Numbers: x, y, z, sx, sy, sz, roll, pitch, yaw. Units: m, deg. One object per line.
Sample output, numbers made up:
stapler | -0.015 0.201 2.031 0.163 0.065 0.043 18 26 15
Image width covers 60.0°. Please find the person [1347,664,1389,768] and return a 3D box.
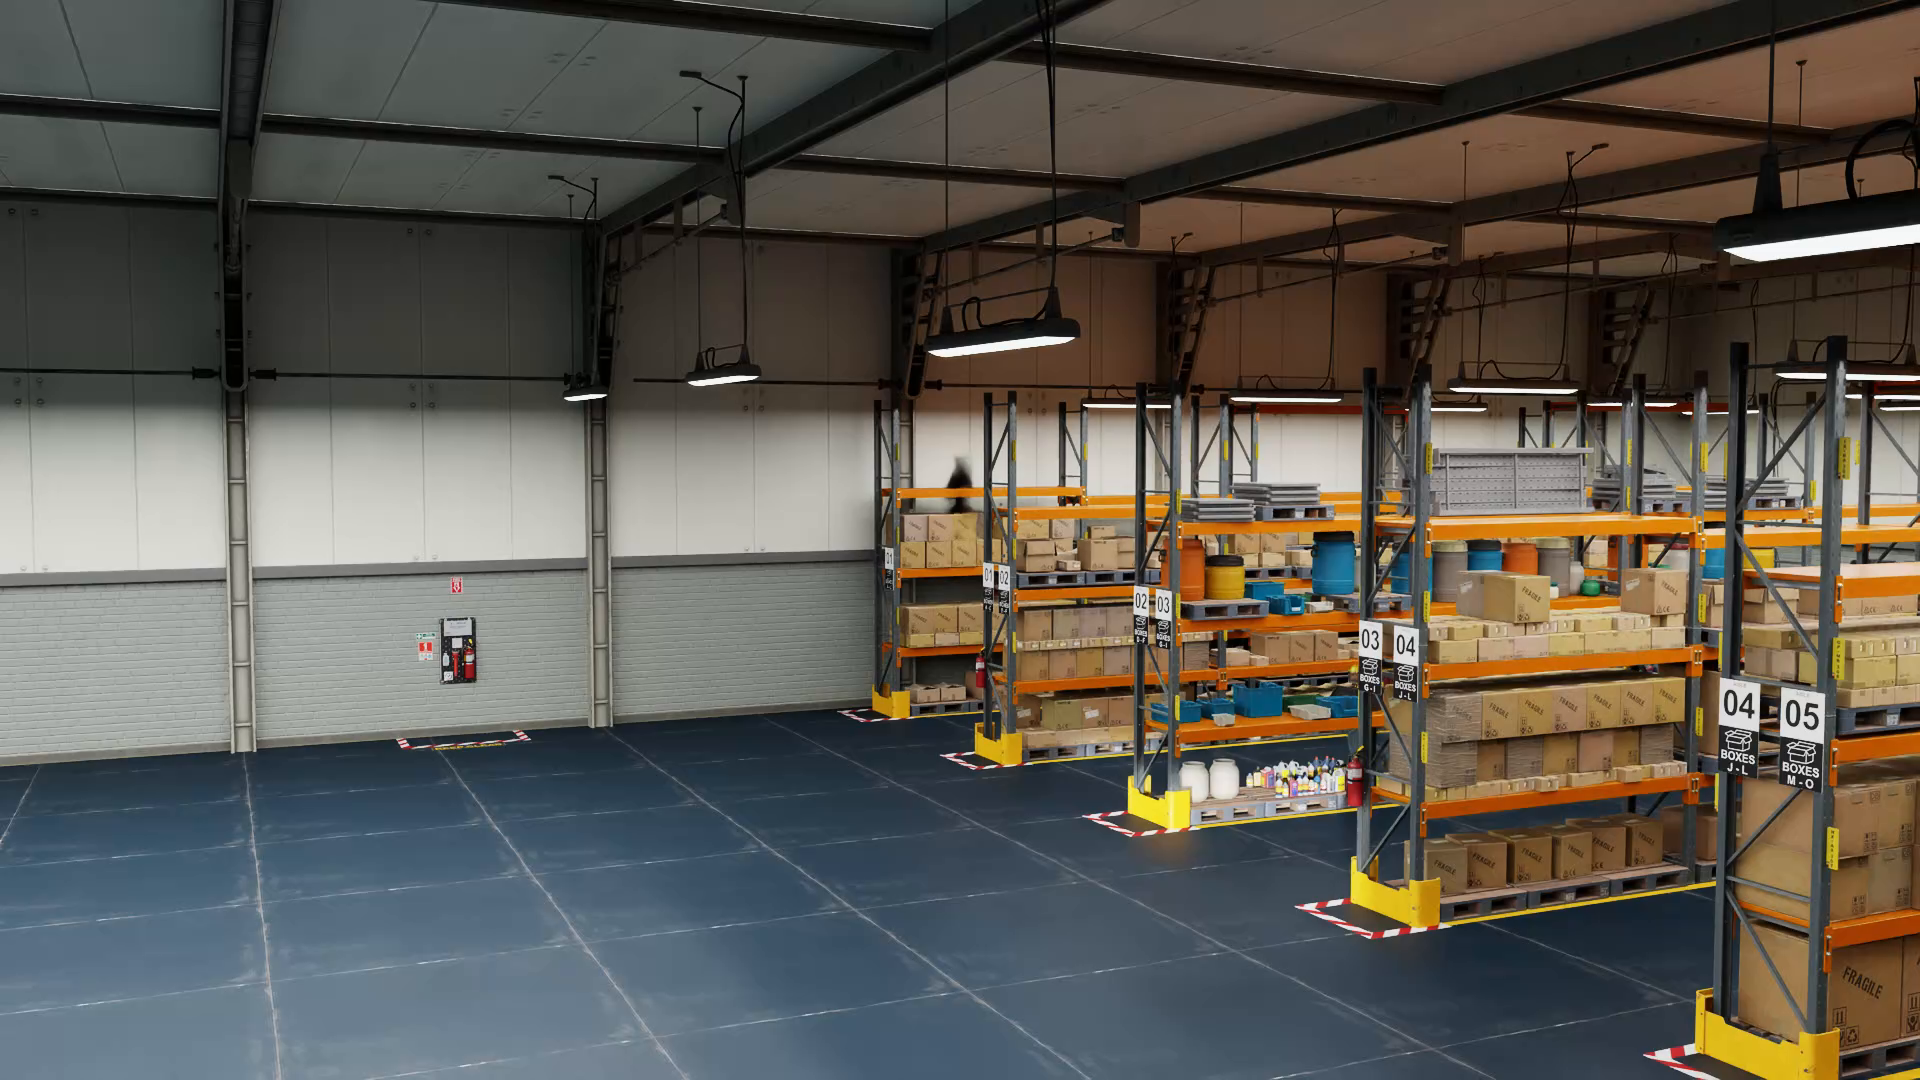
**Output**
person | 6.324 2.788 25.850 0.833 1.724 0.611 1 3 13
